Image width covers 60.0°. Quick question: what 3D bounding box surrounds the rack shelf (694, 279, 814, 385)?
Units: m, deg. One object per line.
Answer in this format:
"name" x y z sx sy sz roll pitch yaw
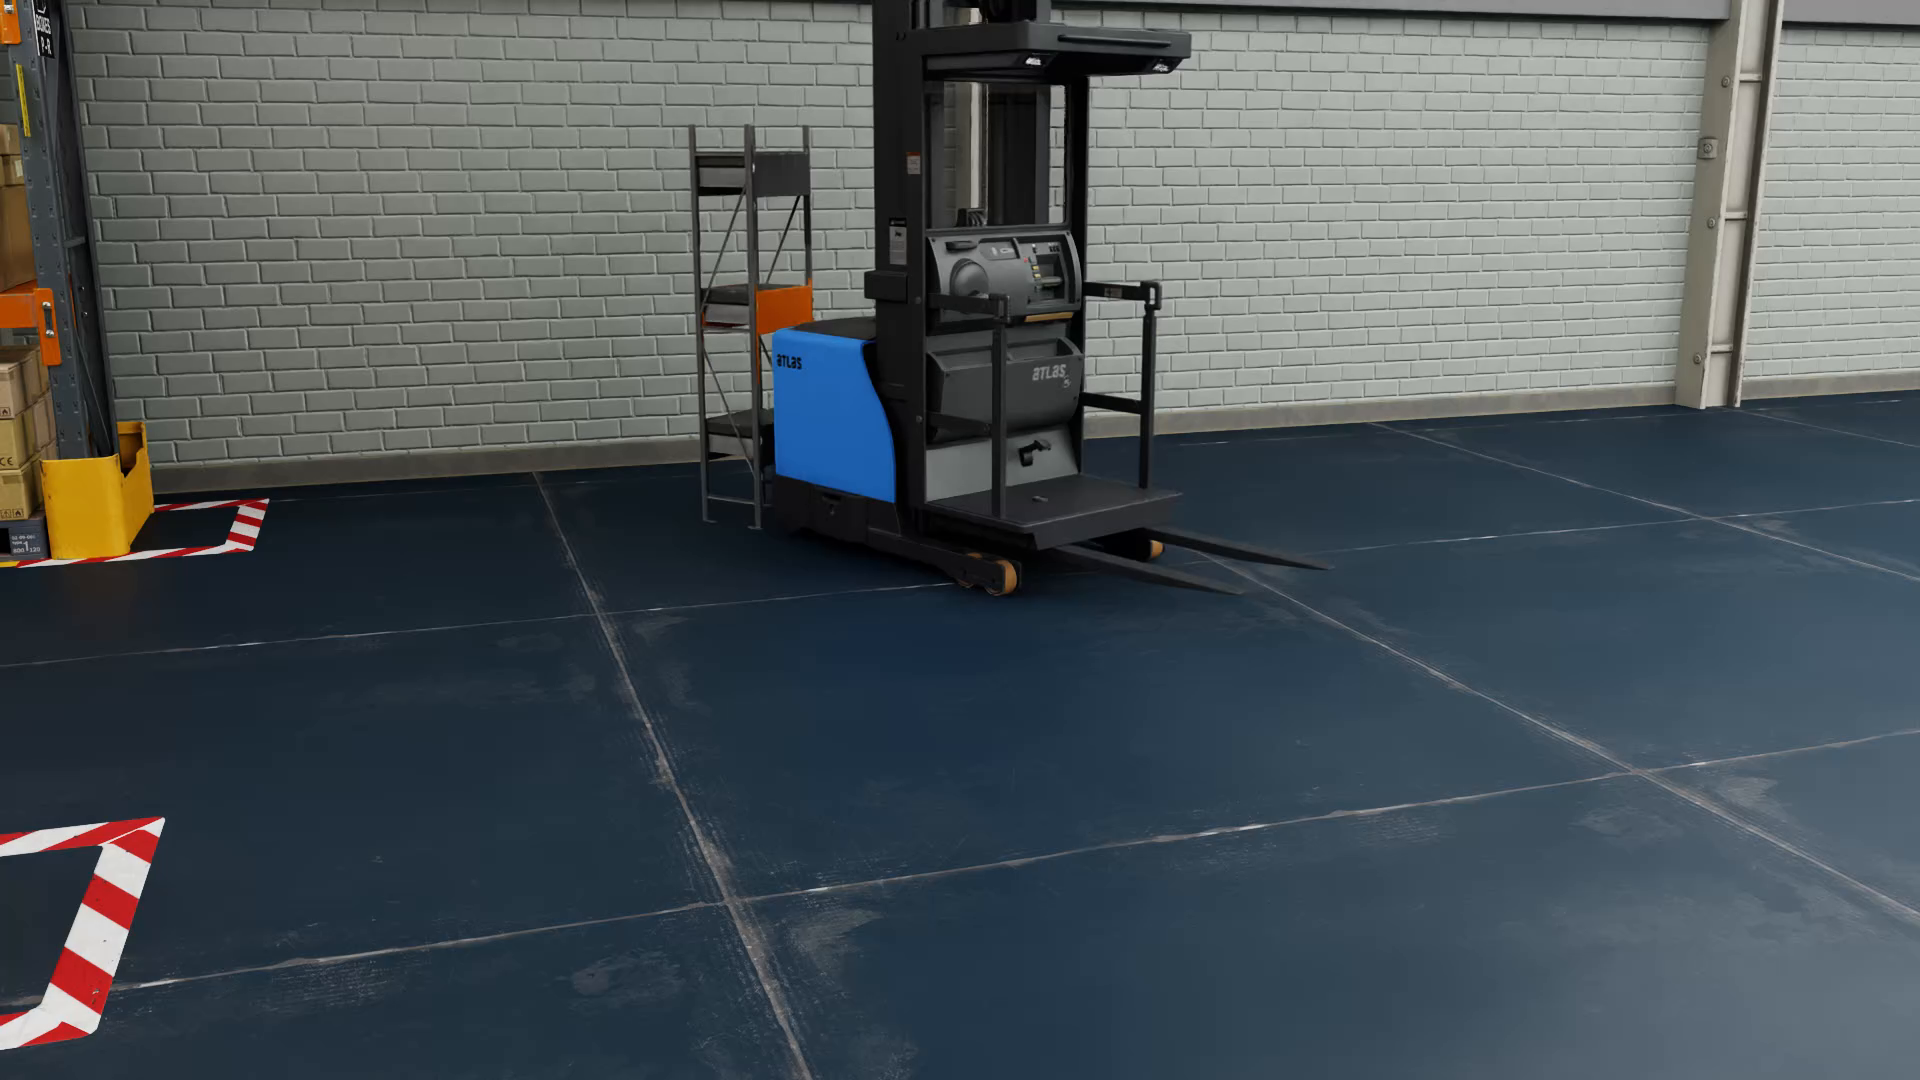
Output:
"rack shelf" -1.099 -1.132 8.925 0.431 0.518 0.480 8 16 31

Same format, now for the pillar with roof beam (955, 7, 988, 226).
"pillar with roof beam" 1.574 -4.057 6.254 0.400 9.000 9.100 -4 14 -18

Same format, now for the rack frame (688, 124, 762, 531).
"rack frame" -1.228 -1.098 8.721 0.400 2.100 0.015 8 16 31

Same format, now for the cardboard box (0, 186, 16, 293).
"cardboard box" -4.921 -1.448 8.034 0.500 0.500 0.500 -5 14 -19

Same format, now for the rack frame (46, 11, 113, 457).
"rack frame" -4.537 -1.493 8.438 0.053 2.616 0.949 -4 14 -18

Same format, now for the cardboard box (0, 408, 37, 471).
"cardboard box" -4.900 -0.499 8.213 0.500 0.250 0.500 -5 14 -19

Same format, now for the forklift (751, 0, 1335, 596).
"forklift" 0.191 -1.347 7.971 1.130 2.935 3.553 -12 18 -41

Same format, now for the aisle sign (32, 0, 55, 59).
"aisle sign" -4.382 -2.699 7.889 0.004 0.787 0.394 -4 14 -18

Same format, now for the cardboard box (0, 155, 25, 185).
"cardboard box" -4.942 -1.890 8.488 0.250 0.149 0.380 -5 14 -20

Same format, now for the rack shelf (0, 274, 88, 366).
"rack shelf" -6.434 -0.996 7.903 4.000 0.370 1.077 -4 14 -18

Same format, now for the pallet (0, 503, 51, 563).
"pallet" -5.249 -0.072 8.487 1.213 0.211 1.003 -4 14 -18

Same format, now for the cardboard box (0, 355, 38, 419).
"cardboard box" -4.875 -0.744 8.164 0.500 0.250 0.500 -4 14 -16

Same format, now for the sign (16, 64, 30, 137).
"sign" -4.378 -2.052 7.775 0.005 0.325 0.100 -4 14 -18

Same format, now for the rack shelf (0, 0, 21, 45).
"rack shelf" -6.434 -2.455 7.556 4.000 0.370 1.077 -4 14 -18

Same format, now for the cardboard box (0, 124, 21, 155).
"cardboard box" -4.924 -2.025 8.412 0.250 0.149 0.380 -5 14 -19

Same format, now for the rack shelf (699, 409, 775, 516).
"rack shelf" -1.099 -0.451 9.087 0.431 0.518 0.480 8 16 31

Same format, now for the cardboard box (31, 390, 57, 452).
"cardboard box" -5.050 -0.614 8.698 0.500 0.250 0.500 -4 14 -17

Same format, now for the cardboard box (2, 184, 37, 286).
"cardboard box" -5.096 -1.567 8.531 0.500 0.500 0.500 -4 14 -16

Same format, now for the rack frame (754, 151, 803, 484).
"rack frame" -0.970 -1.194 9.124 0.380 1.831 0.006 8 16 31

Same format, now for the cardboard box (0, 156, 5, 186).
"cardboard box" -4.777 -1.771 7.988 0.250 0.149 0.380 -4 14 -17

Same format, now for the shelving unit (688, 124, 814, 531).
"shelving unit" -1.100 -1.145 8.920 0.431 2.100 0.499 8 16 31

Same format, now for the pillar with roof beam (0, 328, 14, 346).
"pillar with roof beam" -4.112 -3.614 4.392 0.400 9.000 9.100 -4 14 -18

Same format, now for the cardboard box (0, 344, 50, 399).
"cardboard box" -5.054 -0.853 8.620 0.500 0.250 0.500 -5 14 -19

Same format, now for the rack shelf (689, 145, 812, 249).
"rack shelf" -1.099 -1.813 8.763 0.431 0.518 0.480 8 16 31
